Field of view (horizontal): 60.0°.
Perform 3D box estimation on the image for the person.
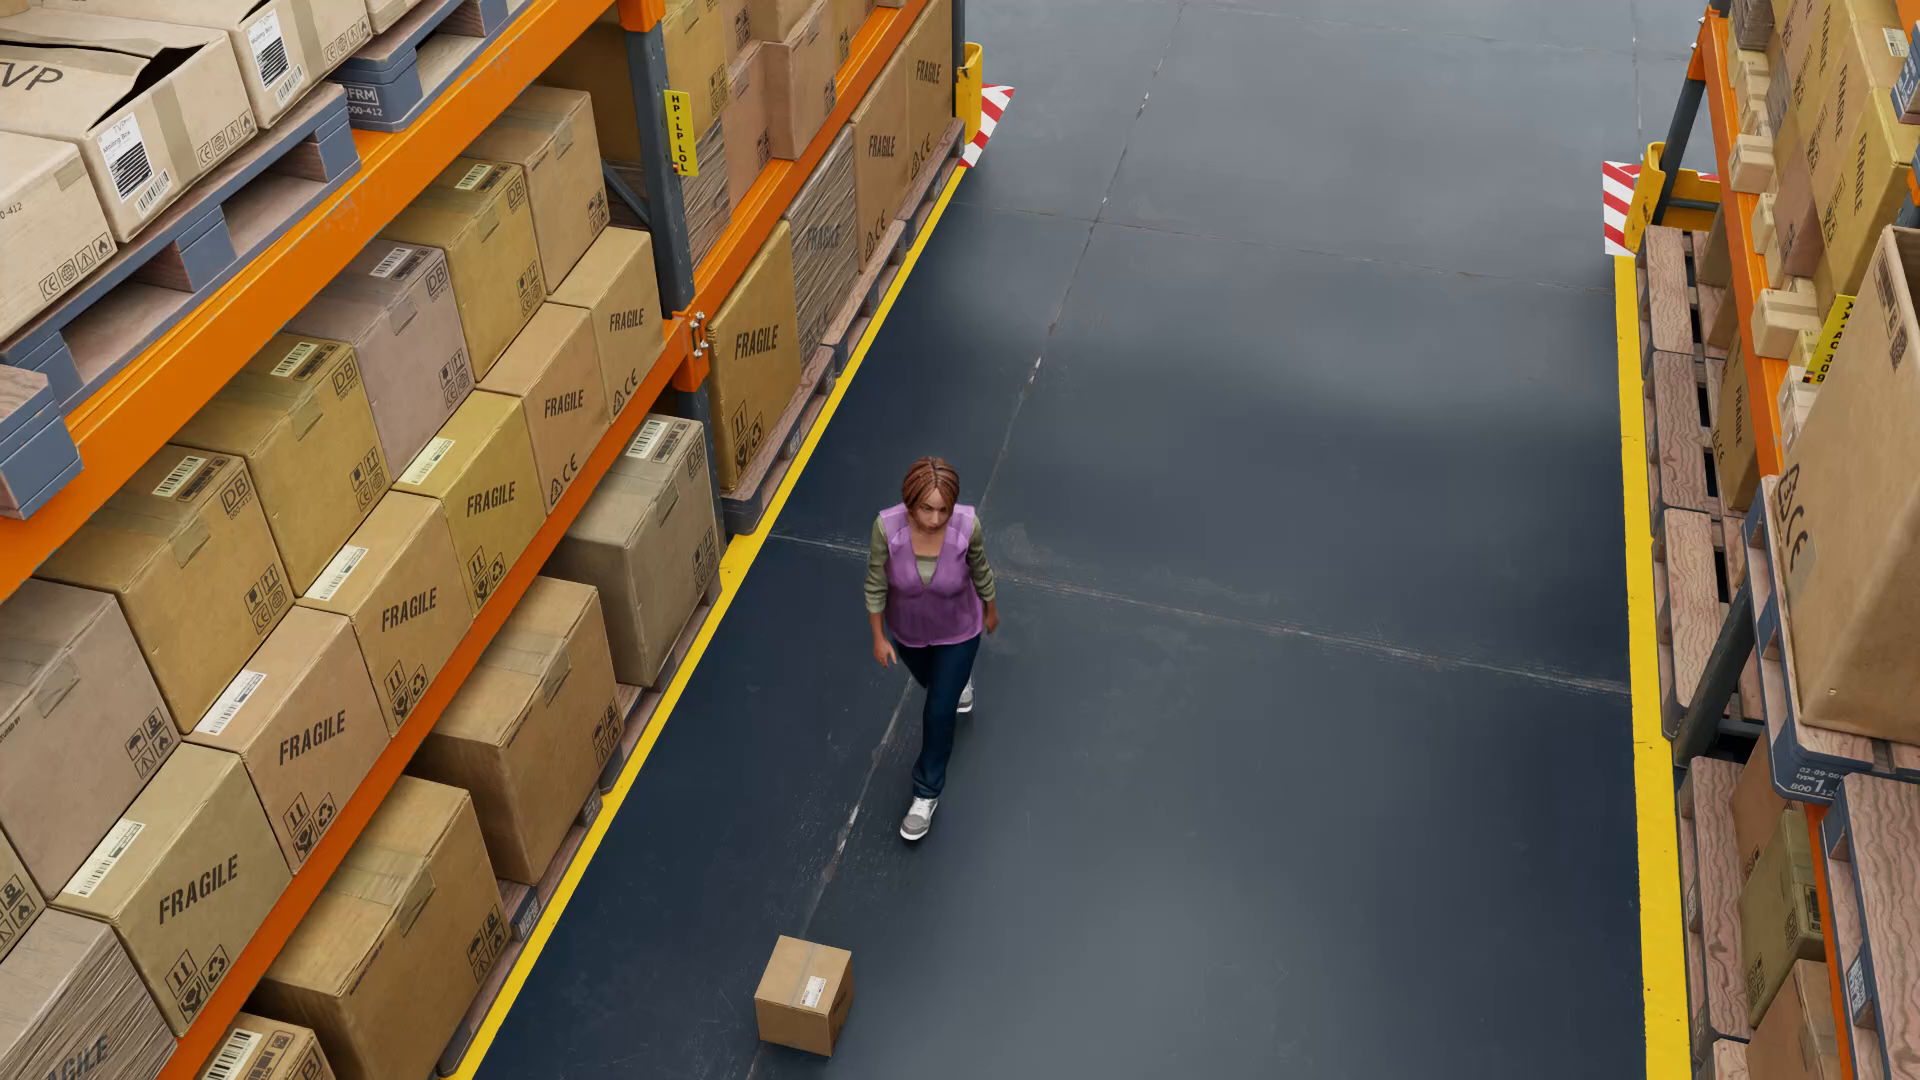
[{"bbox_3d":[-0.092,0.265,5.875,0.436,1.550,0.866,8,42,9],"label":"person"}]
